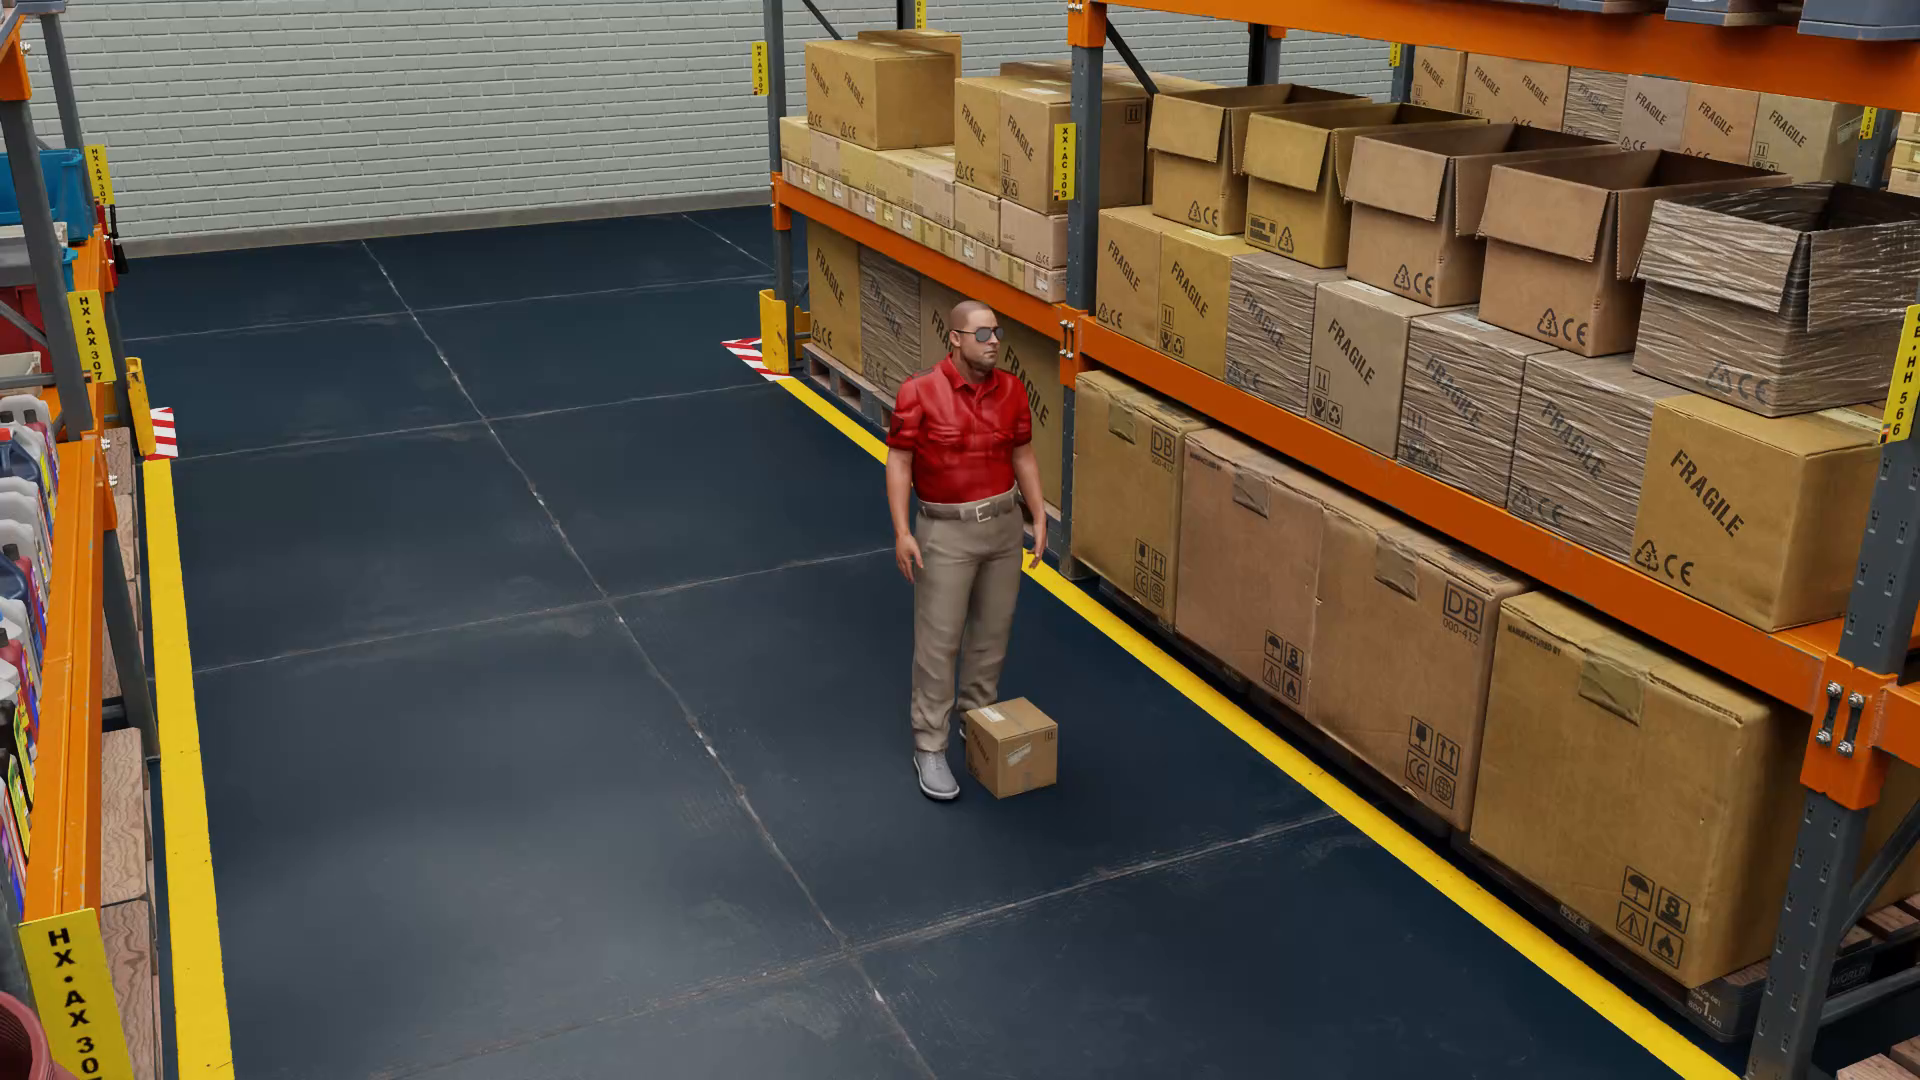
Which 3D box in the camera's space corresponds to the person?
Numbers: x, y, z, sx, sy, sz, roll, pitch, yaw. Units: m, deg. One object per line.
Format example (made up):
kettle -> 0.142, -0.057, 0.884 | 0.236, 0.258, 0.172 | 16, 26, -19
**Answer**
person -> 0.068, 0.015, 6.049 | 0.640, 1.728, 0.551 | -11, 24, -25
